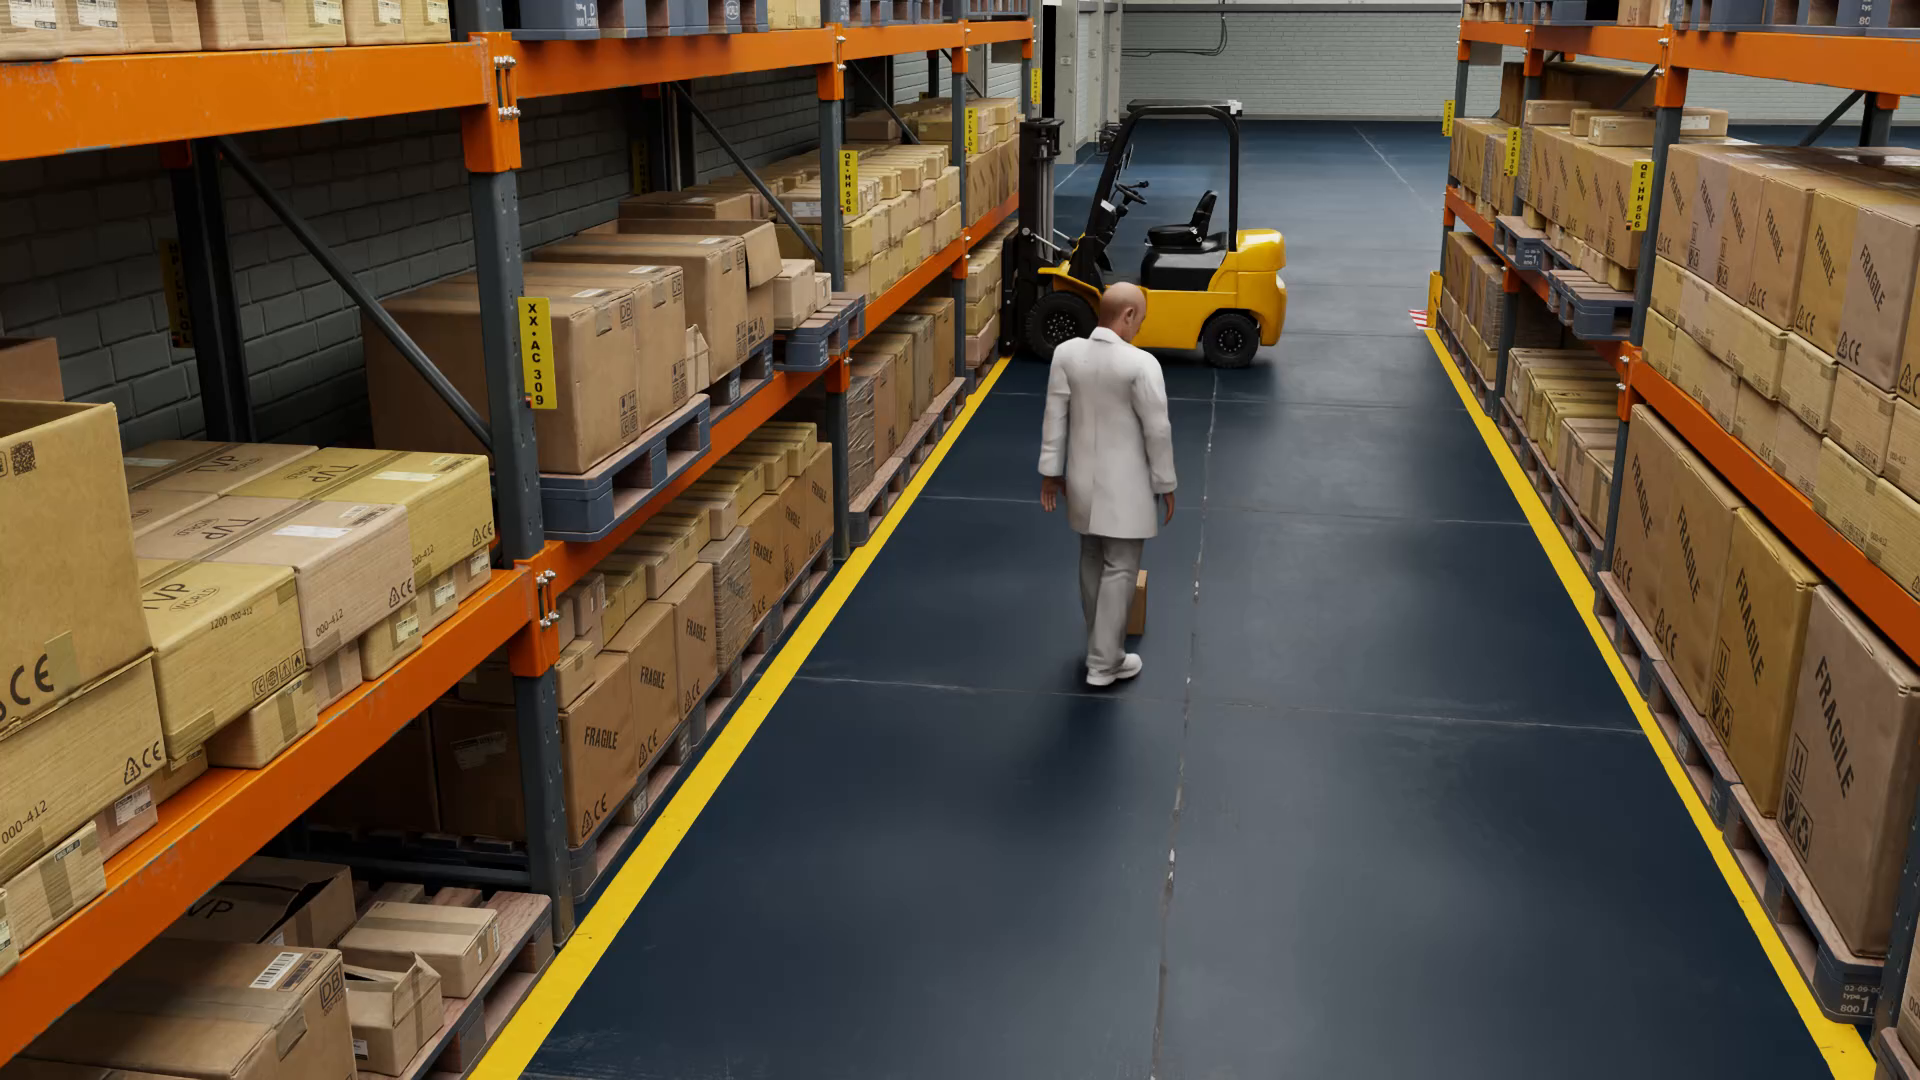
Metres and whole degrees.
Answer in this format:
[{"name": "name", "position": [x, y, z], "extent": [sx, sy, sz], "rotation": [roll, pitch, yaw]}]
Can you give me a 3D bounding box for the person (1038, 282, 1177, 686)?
[{"name": "person", "position": [0.727, -0.275, 7.390], "extent": [0.632, 1.759, 0.734], "rotation": [12, 21, 34]}]
